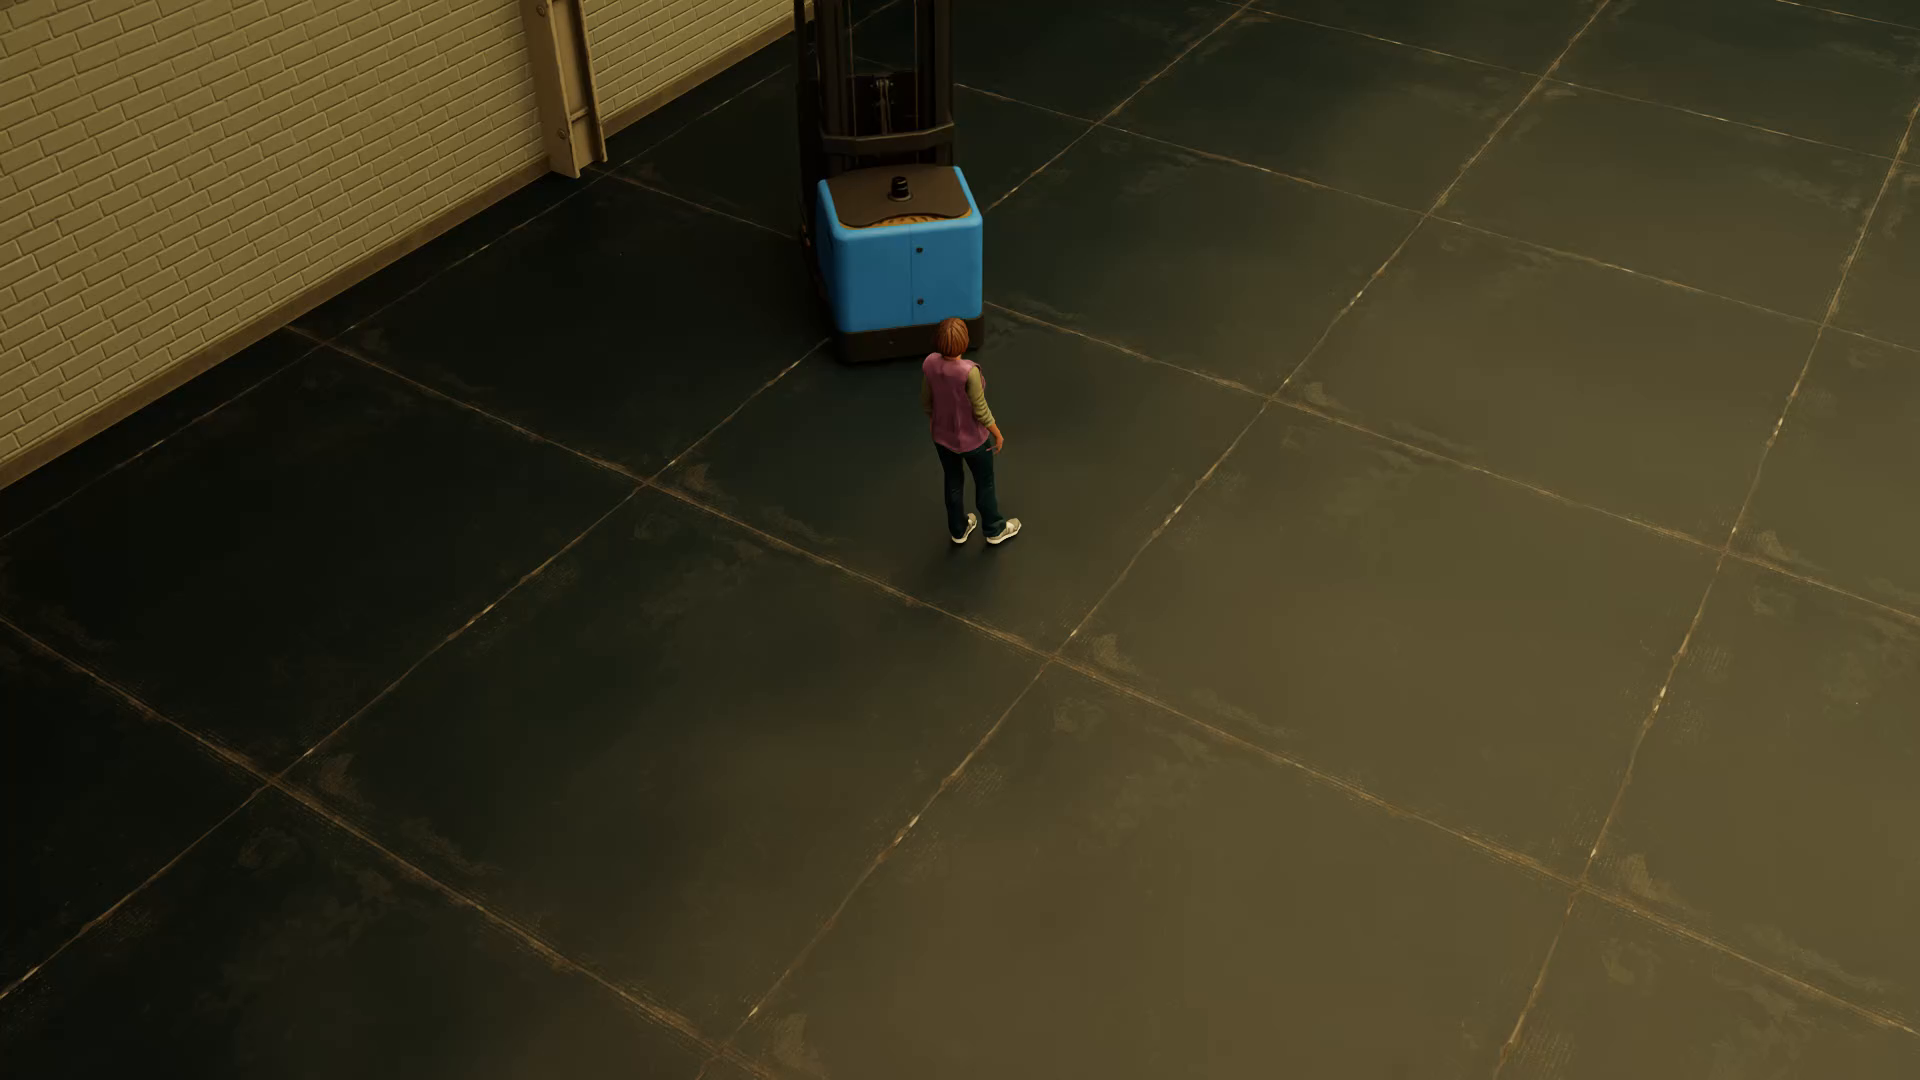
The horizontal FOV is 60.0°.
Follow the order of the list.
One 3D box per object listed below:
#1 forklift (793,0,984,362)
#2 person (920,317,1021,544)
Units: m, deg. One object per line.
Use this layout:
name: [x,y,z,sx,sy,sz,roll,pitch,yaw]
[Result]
forklift: [-0.638,-3.316,11.880,1.130,2.935,3.031,-8,41,-9]
person: [0.052,-0.645,9.760,0.520,1.585,0.473,22,45,24]
